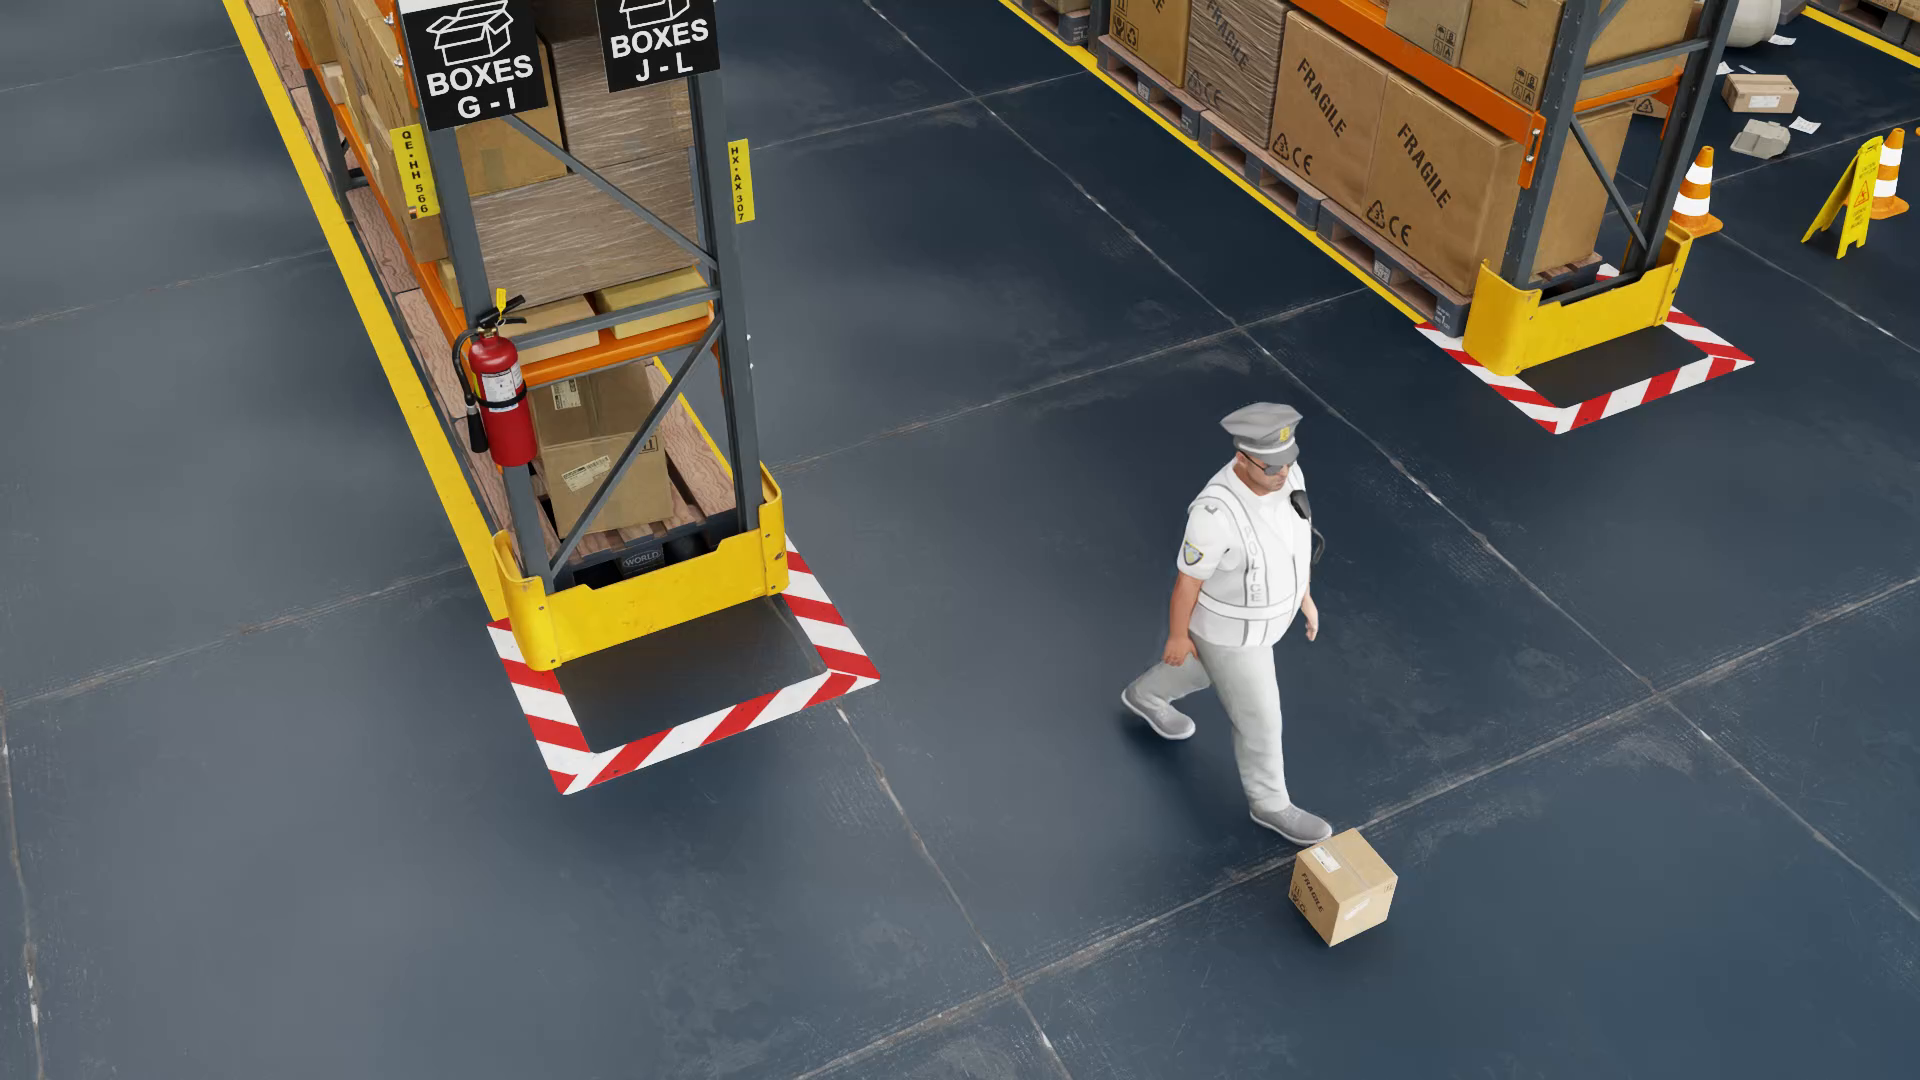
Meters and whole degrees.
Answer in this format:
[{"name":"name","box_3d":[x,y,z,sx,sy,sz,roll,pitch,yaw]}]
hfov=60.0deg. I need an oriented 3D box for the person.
[{"name":"person","box_3d":[1.026,0.250,5.859,0.972,1.727,0.527,24,46,25]}]
